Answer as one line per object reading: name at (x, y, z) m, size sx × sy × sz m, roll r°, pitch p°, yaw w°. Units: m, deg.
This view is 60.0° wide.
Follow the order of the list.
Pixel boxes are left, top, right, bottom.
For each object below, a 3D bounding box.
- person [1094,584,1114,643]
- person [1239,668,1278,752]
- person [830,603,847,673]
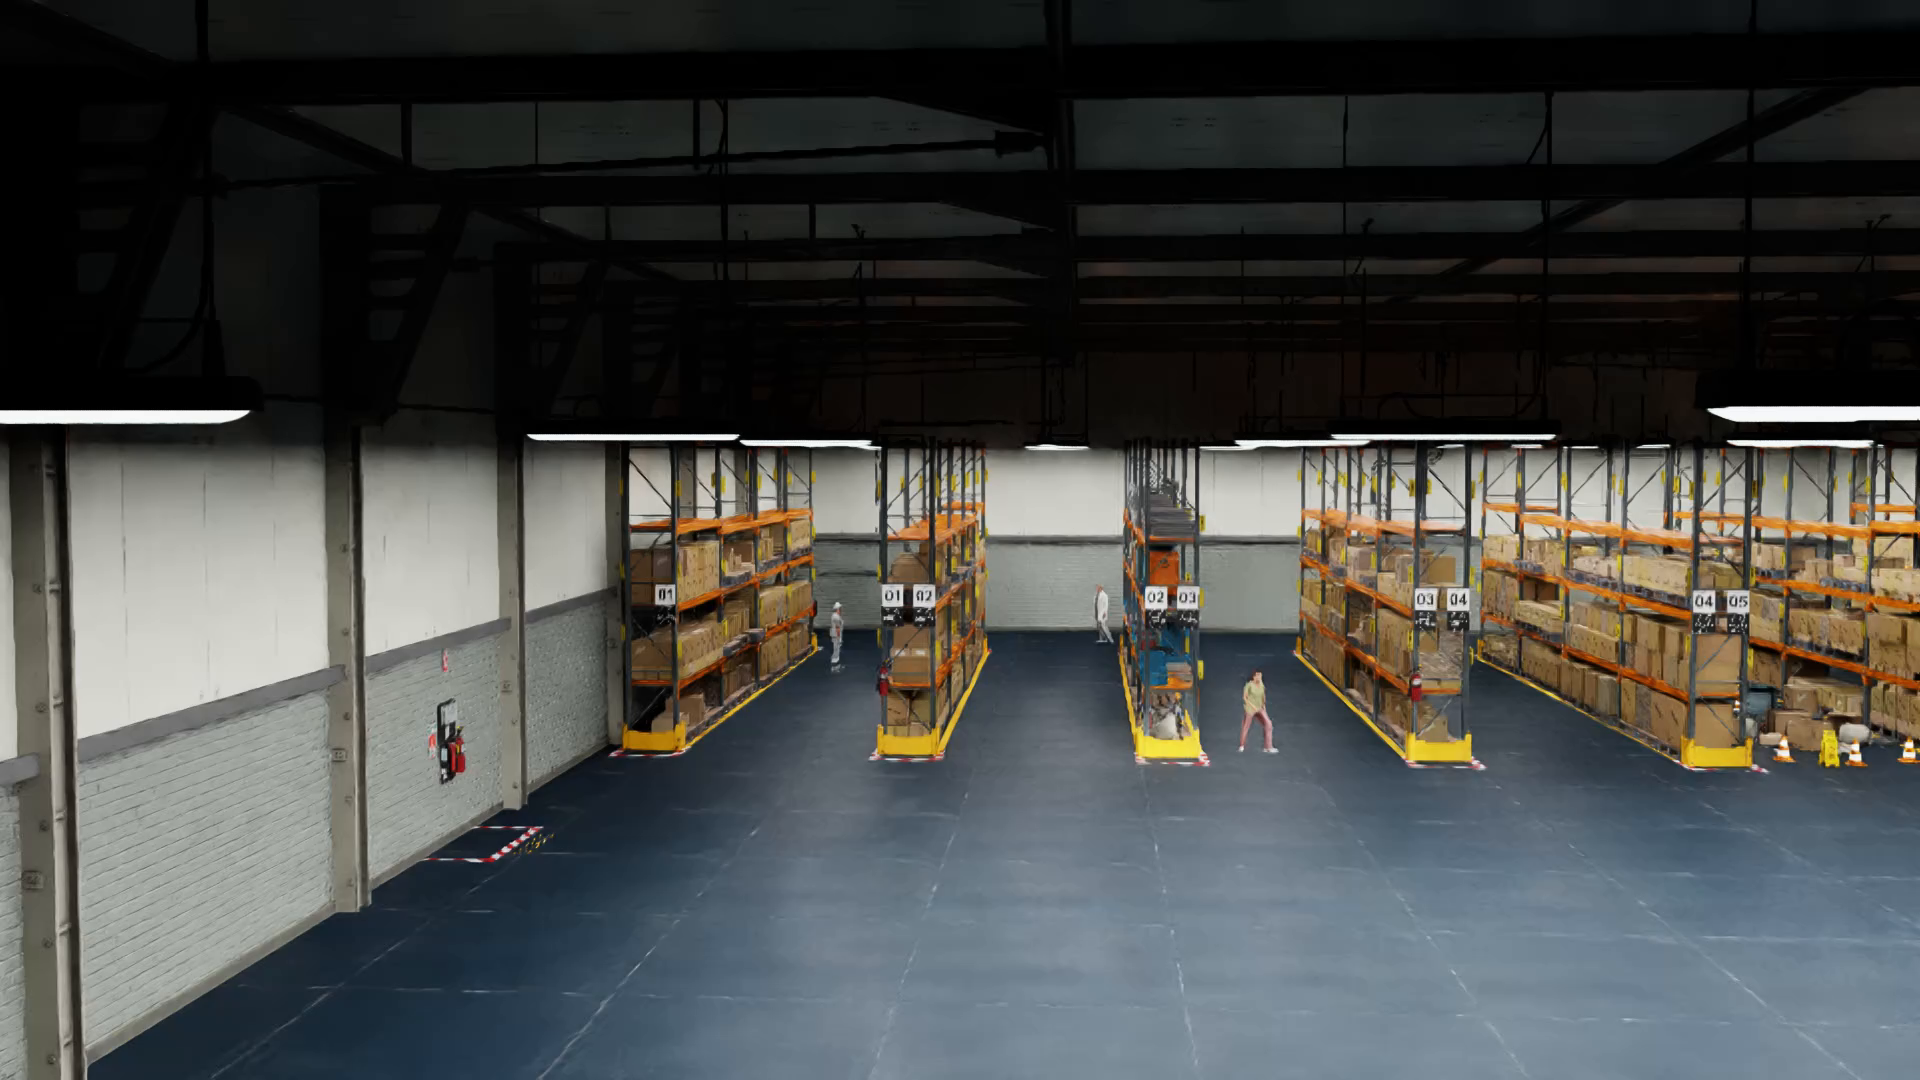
person at (4.251, 2.181, 49.461) m, size 0.533 × 1.771 × 0.749 m, roll -2°, pitch 4°, yaw -31°
person at (5.600, 3.222, 31.540) m, size 0.612 × 1.614 × 0.774 m, roll -1°, pitch 3°, yaw -17°
person at (-3.134, 2.511, 42.964) m, size 0.468 × 1.794 × 0.625 m, roll -1°, pitch 3°, yaw -15°
